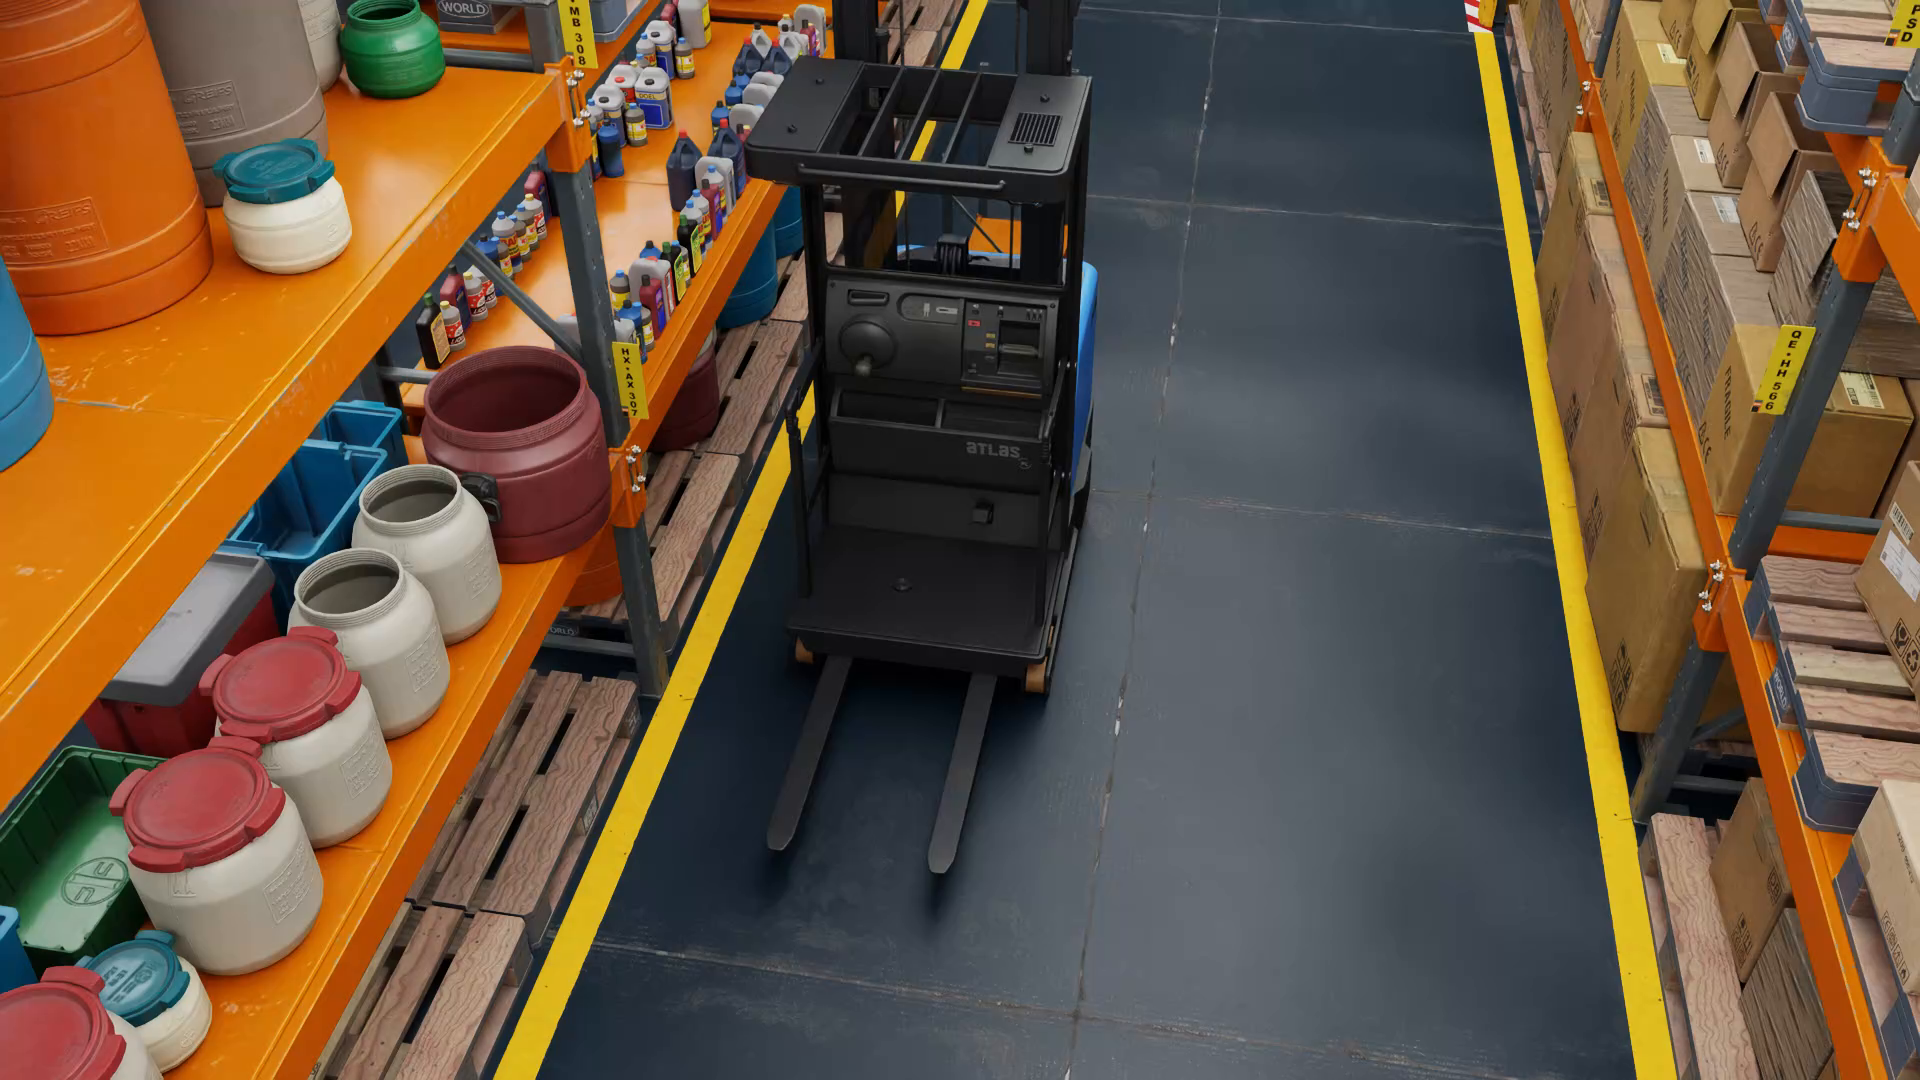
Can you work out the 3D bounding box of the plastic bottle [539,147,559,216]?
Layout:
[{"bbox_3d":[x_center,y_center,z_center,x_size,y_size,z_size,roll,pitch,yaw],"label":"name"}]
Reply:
[{"bbox_3d":[-1.828,-1.667,7.548,0.144,0.351,0.185,6,40,8],"label":"plastic bottle"}]

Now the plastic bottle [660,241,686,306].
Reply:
[{"bbox_3d":[-1.203,-1.133,6.955,0.061,0.283,0.133,6,40,8],"label":"plastic bottle"}]

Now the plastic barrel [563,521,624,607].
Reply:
[{"bbox_3d":[-1.677,-0.207,7.117,0.600,0.830,0.708,6,40,8],"label":"plastic barrel"}]

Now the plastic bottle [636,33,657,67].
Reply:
[{"bbox_3d":[-1.618,-2.486,8.600,0.097,0.271,0.097,0,40,0],"label":"plastic bottle"}]

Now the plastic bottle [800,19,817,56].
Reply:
[{"bbox_3d":[-0.797,-2.605,8.735,0.061,0.283,0.133,6,40,8],"label":"plastic bottle"}]

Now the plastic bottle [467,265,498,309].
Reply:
[{"bbox_3d":[-2.000,-1.074,6.947,0.097,0.201,0.097,0,40,0],"label":"plastic bottle"}]

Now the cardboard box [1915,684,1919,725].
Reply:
[{"bbox_3d":[3.082,0.477,4.507,0.700,0.500,0.500,12,41,14],"label":"cardboard box"}]

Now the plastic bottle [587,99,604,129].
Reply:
[{"bbox_3d":[-1.755,-1.989,7.999,0.097,0.271,0.097,0,40,0],"label":"plastic bottle"}]

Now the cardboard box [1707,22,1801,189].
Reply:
[{"bbox_3d":[3.501,-1.739,6.731,0.797,0.503,0.637,8,40,9],"label":"cardboard box"}]

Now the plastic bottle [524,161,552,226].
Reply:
[{"bbox_3d":[-1.897,-1.546,7.455,0.061,0.283,0.133,6,40,8],"label":"plastic bottle"}]

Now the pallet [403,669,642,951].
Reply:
[{"bbox_3d":[-1.917,0.984,6.491,1.003,0.211,1.213,6,40,8],"label":"pallet"}]

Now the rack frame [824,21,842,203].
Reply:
[{"bbox_3d":[-1.052,-3.083,9.222,1.000,3.000,0.127,6,40,8],"label":"rack frame"}]

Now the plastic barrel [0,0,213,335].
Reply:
[{"bbox_3d":[-2.213,-0.993,4.002,0.600,0.830,0.708,6,40,8],"label":"plastic barrel"}]

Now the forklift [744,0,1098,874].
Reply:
[{"bbox_3d":[-0.112,-0.734,6.435,1.130,2.935,3.031,7,40,8],"label":"forklift"}]

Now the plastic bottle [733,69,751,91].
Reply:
[{"bbox_3d":[-1.079,-2.207,8.263,0.097,0.271,0.097,0,40,0],"label":"plastic bottle"}]

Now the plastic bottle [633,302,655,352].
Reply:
[{"bbox_3d":[-1.287,-0.863,6.693,0.097,0.201,0.097,0,40,0],"label":"plastic bottle"}]

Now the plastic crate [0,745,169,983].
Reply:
[{"bbox_3d":[-2.413,0.895,4.577,0.450,0.188,0.662,6,40,8],"label":"plastic crate"}]

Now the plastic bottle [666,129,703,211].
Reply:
[{"bbox_3d":[-1.253,-1.692,7.578,0.144,0.351,0.185,6,40,8],"label":"plastic bottle"}]

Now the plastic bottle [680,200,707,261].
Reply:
[{"bbox_3d":[-1.161,-1.348,7.224,0.097,0.271,0.097,0,40,0],"label":"plastic bottle"}]

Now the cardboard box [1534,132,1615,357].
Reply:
[{"bbox_3d":[3.735,-1.476,8.616,1.225,0.875,0.875,7,40,8],"label":"cardboard box"}]

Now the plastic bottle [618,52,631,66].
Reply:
[{"bbox_3d":[-1.690,-2.298,8.364,0.061,0.283,0.133,6,40,8],"label":"plastic bottle"}]

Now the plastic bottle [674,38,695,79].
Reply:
[{"bbox_3d":[-1.445,-2.527,8.705,0.097,0.201,0.097,0,40,0],"label":"plastic bottle"}]

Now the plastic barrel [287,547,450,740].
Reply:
[{"bbox_3d":[-1.785,0.317,5.021,0.421,0.512,0.421,0,40,0],"label":"plastic barrel"}]

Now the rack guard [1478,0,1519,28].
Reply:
[{"bbox_3d":[4.522,-4.099,12.413,1.175,0.500,0.348,6,40,8],"label":"rack guard"}]

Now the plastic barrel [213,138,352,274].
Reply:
[{"bbox_3d":[-1.735,-0.852,4.278,0.301,0.262,0.301,0,40,0],"label":"plastic barrel"}]

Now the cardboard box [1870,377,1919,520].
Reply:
[{"bbox_3d":[3.486,-0.340,5.826,0.500,0.500,0.500,8,40,9],"label":"cardboard box"}]

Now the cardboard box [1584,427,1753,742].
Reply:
[{"bbox_3d":[3.274,0.199,6.590,1.225,0.875,0.875,5,40,6],"label":"cardboard box"}]

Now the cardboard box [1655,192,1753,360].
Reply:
[{"bbox_3d":[3.154,-1.041,6.673,0.500,0.500,0.500,5,40,6],"label":"cardboard box"}]

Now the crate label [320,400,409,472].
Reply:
[{"bbox_3d":[-2.186,-0.285,5.969,0.303,0.233,0.416,6,40,8],"label":"crate label"}]

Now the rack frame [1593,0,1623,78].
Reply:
[{"bbox_3d":[3.826,-2.537,8.562,1.000,3.000,0.127,6,40,8],"label":"rack frame"}]

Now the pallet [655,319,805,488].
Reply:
[{"bbox_3d":[-1.436,-0.761,8.602,1.003,0.211,1.213,6,40,8],"label":"pallet"}]

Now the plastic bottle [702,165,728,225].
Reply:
[{"bbox_3d":[-1.104,-1.554,7.473,0.097,0.271,0.097,0,40,0],"label":"plastic bottle"}]

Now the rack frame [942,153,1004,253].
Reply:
[{"bbox_3d":[0.165,-1.165,8.079,0.500,1.500,0.032,7,40,8],"label":"rack frame"}]

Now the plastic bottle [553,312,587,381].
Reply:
[{"bbox_3d":[-1.501,-0.778,6.531,0.152,0.276,0.135,6,40,8],"label":"plastic bottle"}]

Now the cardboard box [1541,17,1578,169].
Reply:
[{"bbox_3d":[4.175,-2.850,10.278,0.875,0.875,0.875,6,40,8],"label":"cardboard box"}]

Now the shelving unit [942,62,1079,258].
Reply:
[{"bbox_3d":[0.258,-1.490,8.471,0.587,1.500,1.083,7,40,8],"label":"shelving unit"}]

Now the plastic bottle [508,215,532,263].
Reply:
[{"bbox_3d":[-1.932,-1.318,7.243,0.097,0.201,0.097,0,40,0],"label":"plastic bottle"}]

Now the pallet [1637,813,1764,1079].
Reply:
[{"bbox_3d":[2.997,1.538,5.821,1.003,0.211,1.213,6,40,8],"label":"pallet"}]

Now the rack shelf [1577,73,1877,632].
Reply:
[{"bbox_3d":[3.480,-1.005,7.273,1.077,0.370,4.000,6,40,8],"label":"rack shelf"}]

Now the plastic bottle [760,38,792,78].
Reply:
[{"bbox_3d":[-0.921,-2.335,8.356,0.144,0.351,0.185,6,40,8],"label":"plastic bottle"}]

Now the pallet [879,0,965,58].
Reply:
[{"bbox_3d":[-0.541,-4.006,12.526,1.003,0.211,1.213,6,40,8],"label":"pallet"}]

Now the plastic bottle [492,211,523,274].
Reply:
[{"bbox_3d":[-1.949,-1.284,7.147,0.097,0.271,0.097,0,40,0],"label":"plastic bottle"}]

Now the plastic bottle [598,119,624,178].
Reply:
[{"bbox_3d":[-1.647,-1.851,7.832,0.097,0.271,0.097,0,40,0],"label":"plastic bottle"}]

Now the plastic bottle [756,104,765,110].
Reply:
[{"bbox_3d":[-0.969,-2.018,8.089,0.097,0.201,0.097,0,40,0],"label":"plastic bottle"}]

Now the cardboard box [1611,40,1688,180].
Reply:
[{"bbox_3d":[3.414,-1.999,7.832,0.500,0.500,0.500,6,40,8],"label":"cardboard box"}]

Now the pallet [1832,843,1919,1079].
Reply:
[{"bbox_3d":[2.832,1.294,4.078,1.003,0.211,1.213,6,40,8],"label":"pallet"}]

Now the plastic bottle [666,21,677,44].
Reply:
[{"bbox_3d":[-1.561,-2.666,8.873,0.097,0.201,0.097,0,40,0],"label":"plastic bottle"}]

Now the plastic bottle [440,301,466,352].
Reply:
[{"bbox_3d":[-2.057,-0.868,6.698,0.097,0.201,0.097,0,40,0],"label":"plastic bottle"}]

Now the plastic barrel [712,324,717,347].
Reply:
[{"bbox_3d":[-1.471,-1.158,8.516,0.421,0.512,0.421,0,40,0],"label":"plastic barrel"}]

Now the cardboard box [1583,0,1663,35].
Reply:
[{"bbox_3d":[3.644,-2.900,8.885,0.500,0.250,0.500,6,40,7],"label":"cardboard box"}]

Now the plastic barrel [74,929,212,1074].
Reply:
[{"bbox_3d":[-2.056,1.177,4.178,0.301,0.262,0.301,0,40,0],"label":"plastic barrel"}]

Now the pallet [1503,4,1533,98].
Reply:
[{"bbox_3d":[4.457,-3.462,11.869,1.003,0.211,1.213,6,40,8],"label":"pallet"}]

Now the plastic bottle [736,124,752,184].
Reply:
[{"bbox_3d":[-1.011,-1.829,7.797,0.061,0.283,0.133,6,40,8],"label":"plastic bottle"}]

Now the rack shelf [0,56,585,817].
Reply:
[{"bbox_3d":[-2.091,-0.197,3.941,1.077,0.370,4.000,6,40,8],"label":"rack shelf"}]

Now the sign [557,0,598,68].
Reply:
[{"bbox_3d":[-1.201,-1.632,5.195,0.100,0.325,0.005,6,40,8],"label":"sign"}]

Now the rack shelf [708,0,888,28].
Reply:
[{"bbox_3d":[-0.706,-4.061,10.969,1.077,0.370,4.000,6,40,8],"label":"rack shelf"}]

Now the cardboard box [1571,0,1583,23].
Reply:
[{"bbox_3d":[3.645,-2.991,9.307,0.380,0.149,0.250,6,40,7],"label":"cardboard box"}]

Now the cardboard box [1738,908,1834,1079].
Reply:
[{"bbox_3d":[2.954,1.539,5.248,0.700,0.500,0.500,3,40,4],"label":"cardboard box"}]
